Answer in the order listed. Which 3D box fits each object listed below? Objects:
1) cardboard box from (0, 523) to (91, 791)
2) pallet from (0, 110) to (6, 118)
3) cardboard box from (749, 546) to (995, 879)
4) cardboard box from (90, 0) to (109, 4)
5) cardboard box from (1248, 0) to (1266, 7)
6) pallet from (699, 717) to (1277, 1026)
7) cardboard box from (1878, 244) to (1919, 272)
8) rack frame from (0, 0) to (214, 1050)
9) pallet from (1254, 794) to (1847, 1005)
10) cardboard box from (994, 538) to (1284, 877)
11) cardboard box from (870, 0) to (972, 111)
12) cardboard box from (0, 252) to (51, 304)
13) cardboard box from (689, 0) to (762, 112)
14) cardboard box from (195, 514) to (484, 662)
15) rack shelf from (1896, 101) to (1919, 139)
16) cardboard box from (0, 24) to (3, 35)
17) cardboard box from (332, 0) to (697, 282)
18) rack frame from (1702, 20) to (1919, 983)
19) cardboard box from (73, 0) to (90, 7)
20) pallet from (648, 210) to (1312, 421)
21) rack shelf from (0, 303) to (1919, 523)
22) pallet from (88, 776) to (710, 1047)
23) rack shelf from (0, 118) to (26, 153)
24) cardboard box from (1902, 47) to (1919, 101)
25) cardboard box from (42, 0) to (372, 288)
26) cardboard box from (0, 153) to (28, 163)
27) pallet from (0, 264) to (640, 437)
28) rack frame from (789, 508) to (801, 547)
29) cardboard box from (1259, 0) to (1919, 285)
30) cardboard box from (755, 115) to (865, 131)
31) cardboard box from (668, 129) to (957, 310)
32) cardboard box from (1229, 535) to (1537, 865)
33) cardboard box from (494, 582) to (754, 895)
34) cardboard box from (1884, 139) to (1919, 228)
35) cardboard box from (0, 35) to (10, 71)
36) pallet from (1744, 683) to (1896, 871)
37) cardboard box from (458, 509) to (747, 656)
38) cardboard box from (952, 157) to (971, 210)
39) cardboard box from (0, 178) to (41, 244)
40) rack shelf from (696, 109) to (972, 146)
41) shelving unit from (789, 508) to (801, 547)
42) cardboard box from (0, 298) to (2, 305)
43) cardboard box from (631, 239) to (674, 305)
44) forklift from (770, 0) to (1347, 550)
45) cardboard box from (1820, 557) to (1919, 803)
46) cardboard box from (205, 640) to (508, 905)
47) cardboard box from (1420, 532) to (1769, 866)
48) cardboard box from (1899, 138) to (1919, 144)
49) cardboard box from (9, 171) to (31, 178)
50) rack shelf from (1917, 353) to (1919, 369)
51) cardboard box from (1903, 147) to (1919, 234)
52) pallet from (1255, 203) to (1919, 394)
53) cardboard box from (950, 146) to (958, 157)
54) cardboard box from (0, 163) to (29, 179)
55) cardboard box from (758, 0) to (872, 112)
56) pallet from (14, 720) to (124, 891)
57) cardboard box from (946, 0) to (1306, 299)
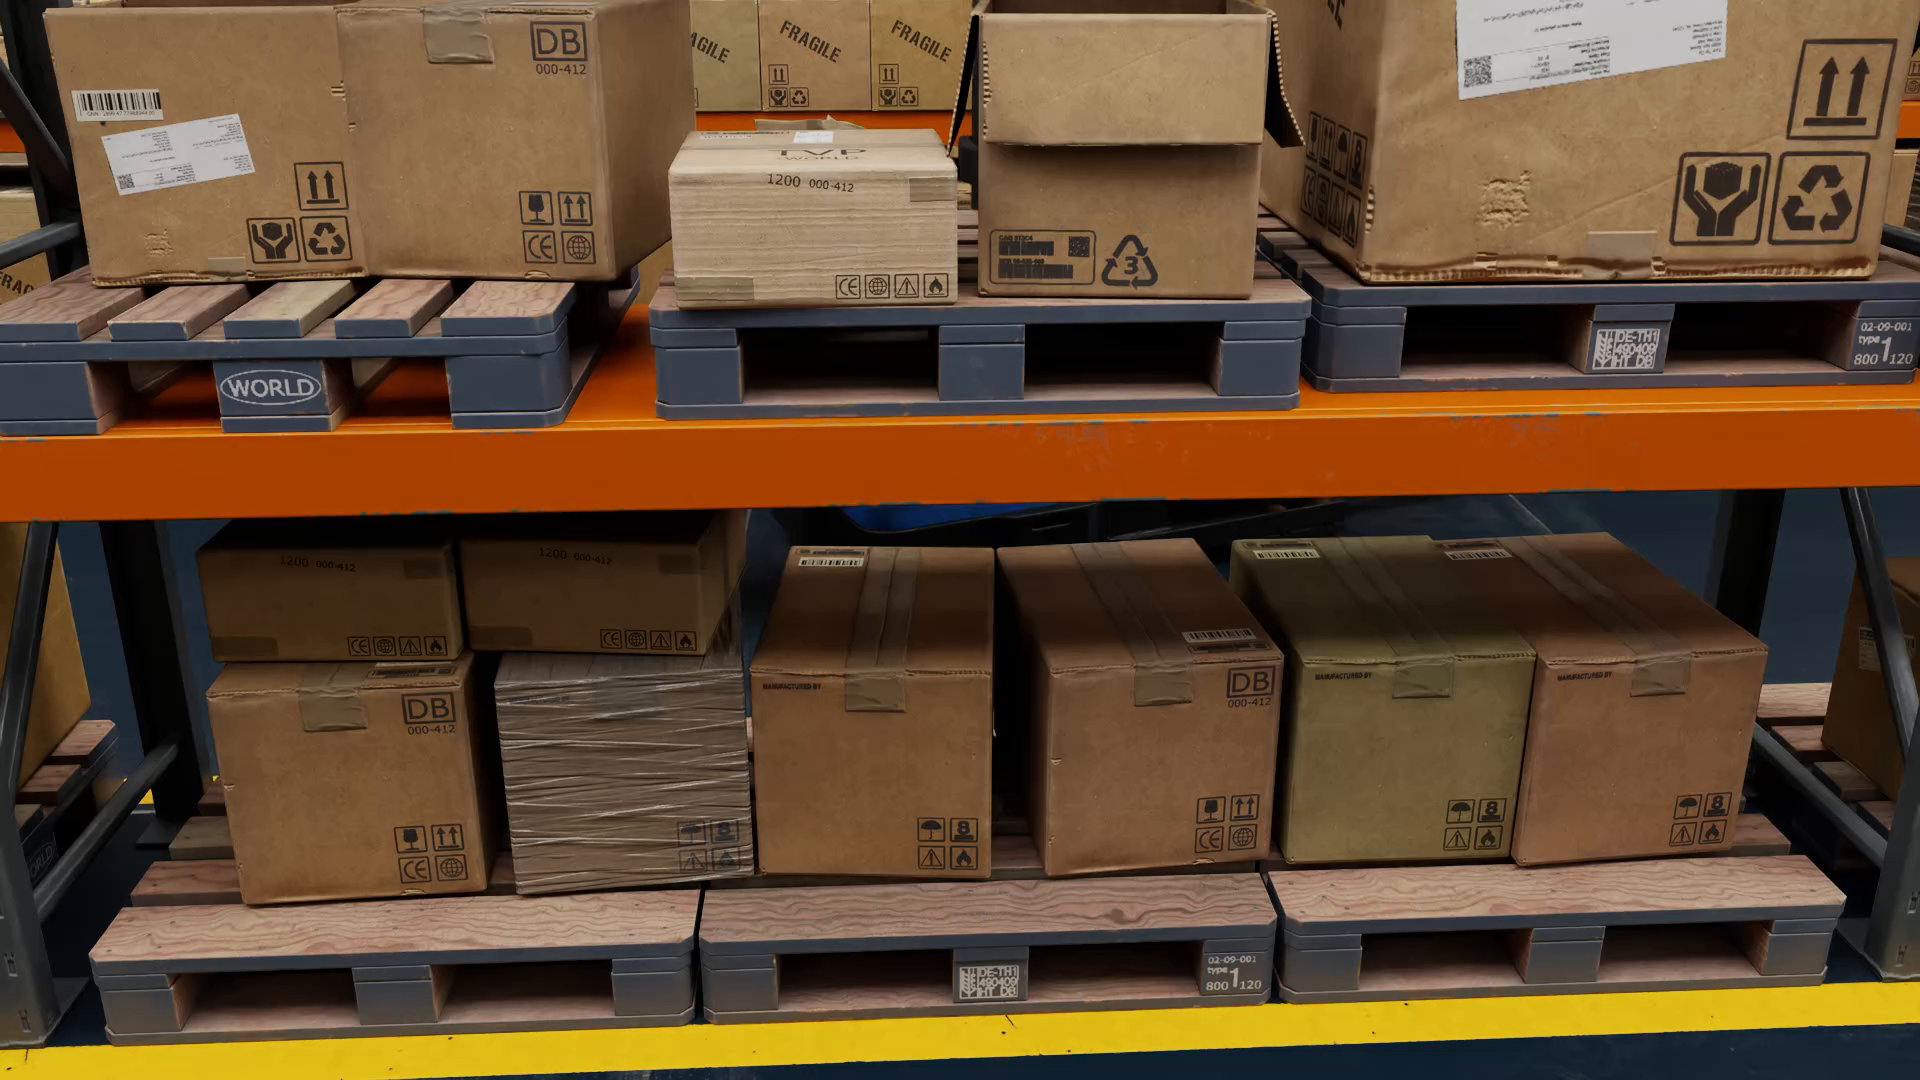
[{"bbox_3d":[-2.651,0.263,3.609,0.875,0.875,1.225,-2,21,-6],"label":"cardboard box"},{"bbox_3d":[-4.117,-2.159,7.847,1.213,0.211,1.003,-1,21,-3],"label":"pallet"},{"bbox_3d":[-0.174,0.372,3.822,0.500,0.500,0.700,1,21,1],"label":"cardboard box"},{"bbox_3d":[-3.638,-2.329,7.366,0.250,0.149,0.380,-1,21,-3],"label":"cardboard box"},{"bbox_3d":[1.345,-2.326,7.875,0.500,0.500,0.500,-1,21,-3],"label":"cardboard box"},{"bbox_3d":[0.035,0.724,3.922,1.213,0.211,1.003,-1,21,-3],"label":"pallet"},{"bbox_3d":[2.231,-0.613,3.867,0.250,0.149,0.380,-1,21,-3],"label":"cardboard box"},{"bbox_3d":[-1.961,-0.540,3.323,0.127,3.000,1.000,-1,21,-3],"label":"rack frame"},{"bbox_3d":[1.255,0.698,3.990,1.213,0.211,1.003,-1,21,-3],"label":"pallet"},{"bbox_3d":[0.383,0.361,3.852,0.500,0.500,0.700,-3,21,-8],"label":"cardboard box"},{"bbox_3d":[-0.171,-2.295,7.792,0.500,0.500,0.500,-1,21,-4],"label":"cardboard box"},{"bbox_3d":[-4.333,-1.198,7.975,0.500,0.500,0.500,-1,21,-2],"label":"cardboard box"},{"bbox_3d":[-1.172,-2.275,7.741,0.500,0.500,0.500,-1,21,-4],"label":"cardboard box"},{"bbox_3d":[-1.294,0.048,3.620,0.500,0.250,0.500,0,21,-1],"label":"cardboard box"},{"bbox_3d":[3.847,-2.090,8.405,4.000,0.370,1.077,-1,21,-3],"label":"rack shelf"},{"bbox_3d":[-4.156,-2.318,7.337,0.250,0.149,0.380,-2,21,-4],"label":"cardboard box"},{"bbox_3d":[-0.872,-0.855,3.420,0.500,0.500,0.700,2,21,5],"label":"cardboard box"},{"bbox_3d":[2.033,-0.621,3.537,0.127,3.000,1.000,-1,21,-3],"label":"rack frame"},{"bbox_3d":[-3.898,-2.323,7.352,0.250,0.149,0.380,-1,21,-2],"label":"cardboard box"},{"bbox_3d":[0.013,-0.505,3.501,1.213,0.211,1.003,-1,21,-3],"label":"pallet"},{"bbox_3d":[0.036,-0.244,3.558,4.000,0.370,1.077,-1,21,-3],"label":"rack shelf"},{"bbox_3d":[-1.181,0.748,3.860,1.213,0.211,1.003,-1,21,-3],"label":"pallet"},{"bbox_3d":[-4.140,-1.927,7.978,4.000,0.370,1.077,-1,21,-3],"label":"rack shelf"},{"bbox_3d":[4.362,-2.527,8.332,0.550,0.550,0.875,-1,21,-3],"label":"cardboard box"},{"bbox_3d":[-1.424,-0.808,3.297,0.500,0.500,0.500,-4,21,-10],"label":"cardboard box"},{"bbox_3d":[-7.153,-3.003,12.804,0.875,0.438,0.875,-1,21,-4],"label":"cardboard box"},{"bbox_3d":[-1.255,-0.503,3.495,1.003,0.211,1.213,-1,21,-3],"label":"pallet"},{"bbox_3d":[-0.551,-0.516,5.369,0.032,1.500,0.500,-2,21,-6],"label":"rack frame"},{"bbox_3d":[1.231,-1.131,3.444,1.000,1.000,1.000,-1,21,-3],"label":"cardboard box"},{"bbox_3d":[-0.311,-0.803,3.613,0.258,0.266,0.396,-2,21,-5],"label":"cardboard box"},{"bbox_3d":[-0.274,-0.618,3.150,0.500,0.250,0.500,-2,21,-5],"label":"cardboard box"},{"bbox_3d":[0.941,0.349,3.883,0.500,0.500,0.700,-1,21,-3],"label":"cardboard box"},{"bbox_3d":[-0.740,0.386,3.786,0.500,0.500,0.700,-3,21,-8],"label":"cardboard box"},{"bbox_3d":[4.292,-1.614,8.540,0.875,0.875,0.875,-1,21,-4],"label":"cardboard box"},{"bbox_3d":[-4.162,-2.179,7.390,0.250,0.149,0.380,-2,21,-6],"label":"cardboard box"},{"bbox_3d":[2.701,0.656,4.102,1.213,0.211,1.003,-1,21,-3],"label":"pallet"},{"bbox_3d":[-0.765,0.034,3.658,0.500,0.250,0.500,1,21,3],"label":"cardboard box"},{"bbox_3d":[0.273,-1.467,8.331,0.750,0.750,1.050,-1,21,-3],"label":"cardboard box"},{"bbox_3d":[-4.343,-1.543,7.826,0.500,0.250,0.500,0,21,-1],"label":"cardboard box"},{"bbox_3d":[-0.146,-2.008,8.191,4.000,0.370,1.077,-1,21,-3],"label":"rack shelf"},{"bbox_3d":[-1.056,-0.497,5.318,1.048,1.500,0.538,-2,21,-6],"label":"shelving unit"},{"bbox_3d":[-2.462,-0.673,3.533,0.500,0.500,0.500,-1,21,-1],"label":"cardboard box"},{"bbox_3d":[-1.530,-1.429,8.231,0.750,0.750,1.050,-1,21,-4],"label":"cardboard box"},{"bbox_3d":[0.852,-1.489,5.912,3.031,2.935,1.130,-10,23,-24],"label":"forklift"},{"bbox_3d":[2.434,0.357,3.891,0.500,0.500,0.500,-2,21,-5],"label":"cardboard box"},{"bbox_3d":[-1.293,0.402,3.744,0.500,0.500,0.700,-2,21,-6],"label":"cardboard box"},{"bbox_3d":[1.418,0.346,3.891,0.500,0.500,0.700,-3,21,-7],"label":"cardboard box"},{"bbox_3d":[5.171,-1.632,8.589,0.875,0.875,0.875,-1,21,-3],"label":"cardboard box"},{"bbox_3d":[-4.367,-1.728,8.312,0.500,0.250,0.500,-2,21,-5],"label":"cardboard box"},{"bbox_3d":[4.029,-0.326,3.771,4.000,0.370,1.077,-1,21,-3],"label":"rack shelf"},{"bbox_3d":[2.485,-0.794,3.432,0.500,0.500,0.875,-1,21,-3],"label":"cardboard box"},{"bbox_3d":[1.261,-0.568,3.666,1.213,0.211,1.003,-1,21,-3],"label":"pallet"},{"bbox_3d":[0.226,-3.082,13.104,0.625,0.372,0.950,0,21,0],"label":"cardboard box"},{"bbox_3d":[-4.893,-1.712,8.270,0.500,0.250,0.500,0,21,0],"label":"cardboard box"},{"bbox_3d":[-0.668,-2.285,7.767,0.500,0.500,0.500,-1,21,-3],"label":"cardboard box"},{"bbox_3d":[-2.752,0.753,3.848,1.213,0.211,1.003,-1,21,-3],"label":"pallet"},{"bbox_3d":[0.307,-0.798,3.265,0.637,0.503,0.797,1,21,2],"label":"cardboard box"}]
